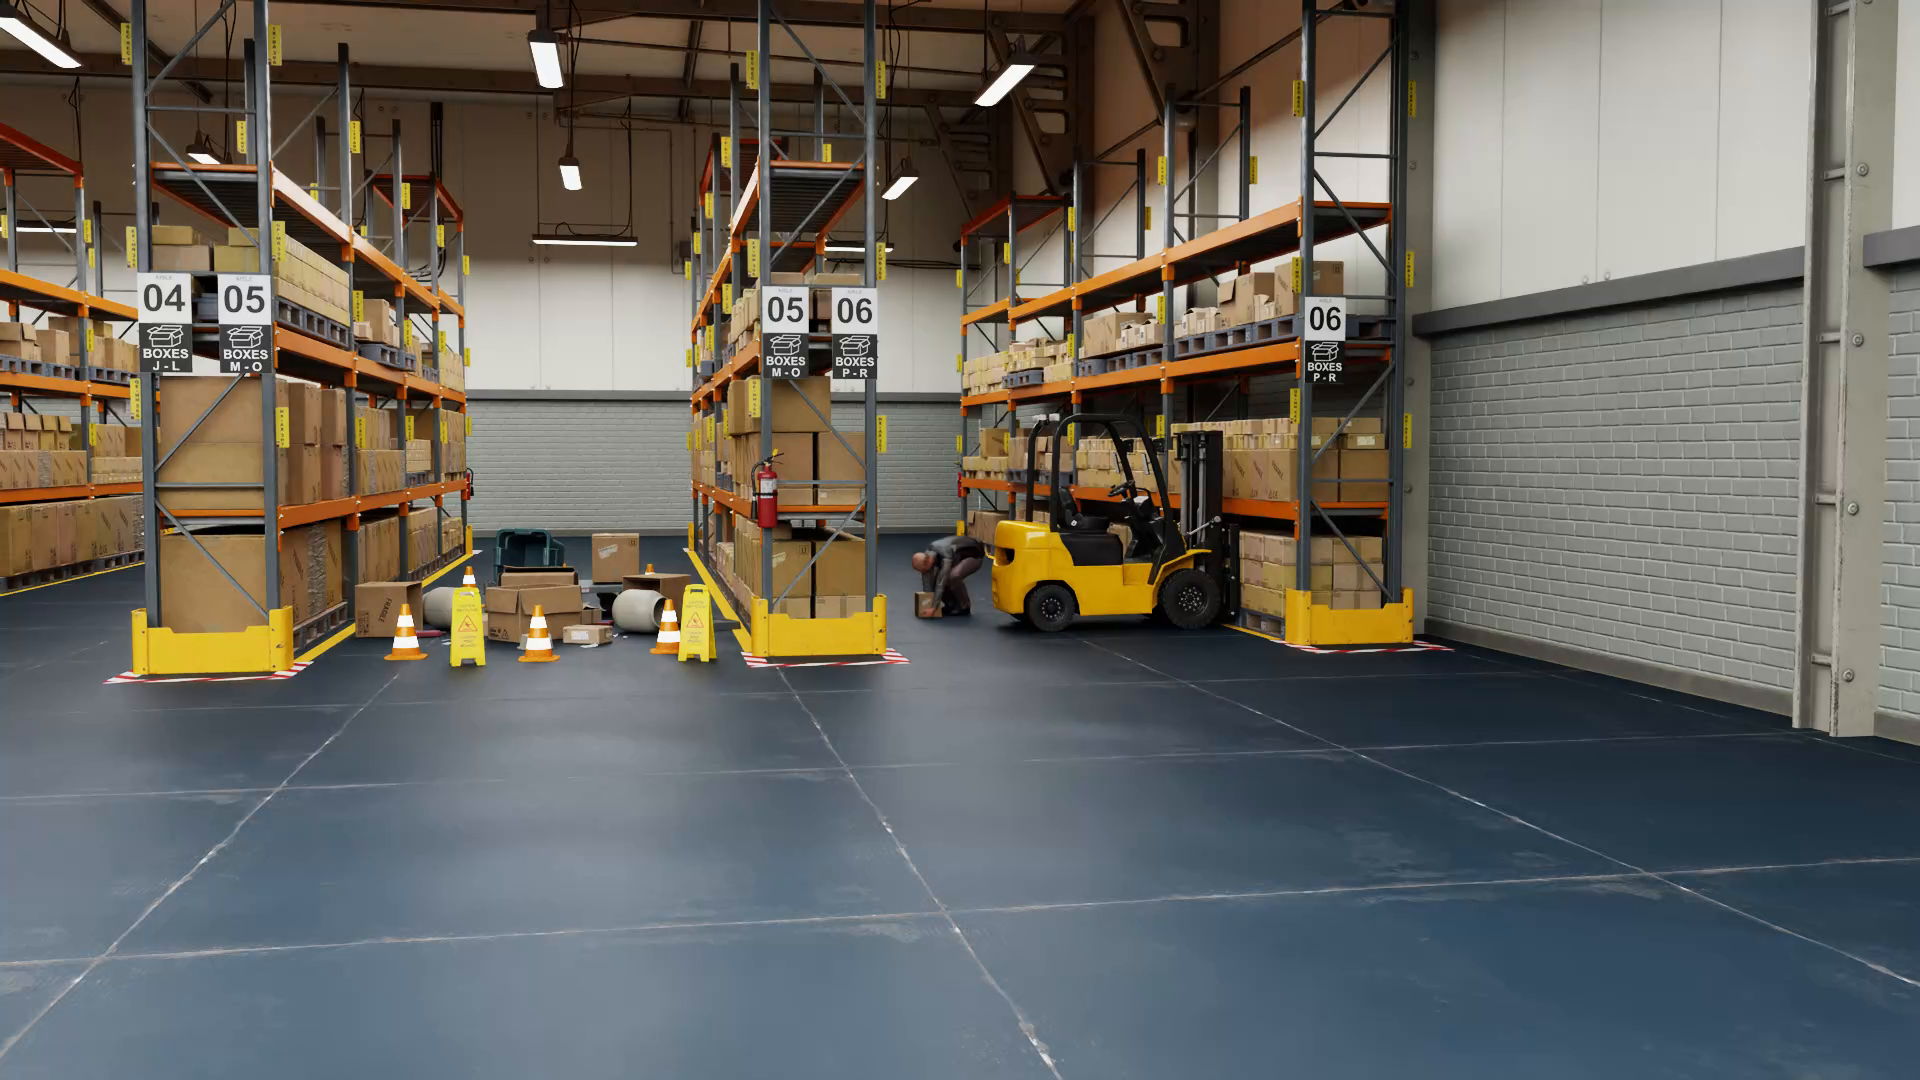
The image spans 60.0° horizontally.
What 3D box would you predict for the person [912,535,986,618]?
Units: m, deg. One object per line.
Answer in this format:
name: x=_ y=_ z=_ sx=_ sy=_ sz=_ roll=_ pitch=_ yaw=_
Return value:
person: x=-0.153 y=0.391 z=18.179 sx=0.951 sy=0.885 sz=0.506 roll=-3 pitch=4 yaw=-43
